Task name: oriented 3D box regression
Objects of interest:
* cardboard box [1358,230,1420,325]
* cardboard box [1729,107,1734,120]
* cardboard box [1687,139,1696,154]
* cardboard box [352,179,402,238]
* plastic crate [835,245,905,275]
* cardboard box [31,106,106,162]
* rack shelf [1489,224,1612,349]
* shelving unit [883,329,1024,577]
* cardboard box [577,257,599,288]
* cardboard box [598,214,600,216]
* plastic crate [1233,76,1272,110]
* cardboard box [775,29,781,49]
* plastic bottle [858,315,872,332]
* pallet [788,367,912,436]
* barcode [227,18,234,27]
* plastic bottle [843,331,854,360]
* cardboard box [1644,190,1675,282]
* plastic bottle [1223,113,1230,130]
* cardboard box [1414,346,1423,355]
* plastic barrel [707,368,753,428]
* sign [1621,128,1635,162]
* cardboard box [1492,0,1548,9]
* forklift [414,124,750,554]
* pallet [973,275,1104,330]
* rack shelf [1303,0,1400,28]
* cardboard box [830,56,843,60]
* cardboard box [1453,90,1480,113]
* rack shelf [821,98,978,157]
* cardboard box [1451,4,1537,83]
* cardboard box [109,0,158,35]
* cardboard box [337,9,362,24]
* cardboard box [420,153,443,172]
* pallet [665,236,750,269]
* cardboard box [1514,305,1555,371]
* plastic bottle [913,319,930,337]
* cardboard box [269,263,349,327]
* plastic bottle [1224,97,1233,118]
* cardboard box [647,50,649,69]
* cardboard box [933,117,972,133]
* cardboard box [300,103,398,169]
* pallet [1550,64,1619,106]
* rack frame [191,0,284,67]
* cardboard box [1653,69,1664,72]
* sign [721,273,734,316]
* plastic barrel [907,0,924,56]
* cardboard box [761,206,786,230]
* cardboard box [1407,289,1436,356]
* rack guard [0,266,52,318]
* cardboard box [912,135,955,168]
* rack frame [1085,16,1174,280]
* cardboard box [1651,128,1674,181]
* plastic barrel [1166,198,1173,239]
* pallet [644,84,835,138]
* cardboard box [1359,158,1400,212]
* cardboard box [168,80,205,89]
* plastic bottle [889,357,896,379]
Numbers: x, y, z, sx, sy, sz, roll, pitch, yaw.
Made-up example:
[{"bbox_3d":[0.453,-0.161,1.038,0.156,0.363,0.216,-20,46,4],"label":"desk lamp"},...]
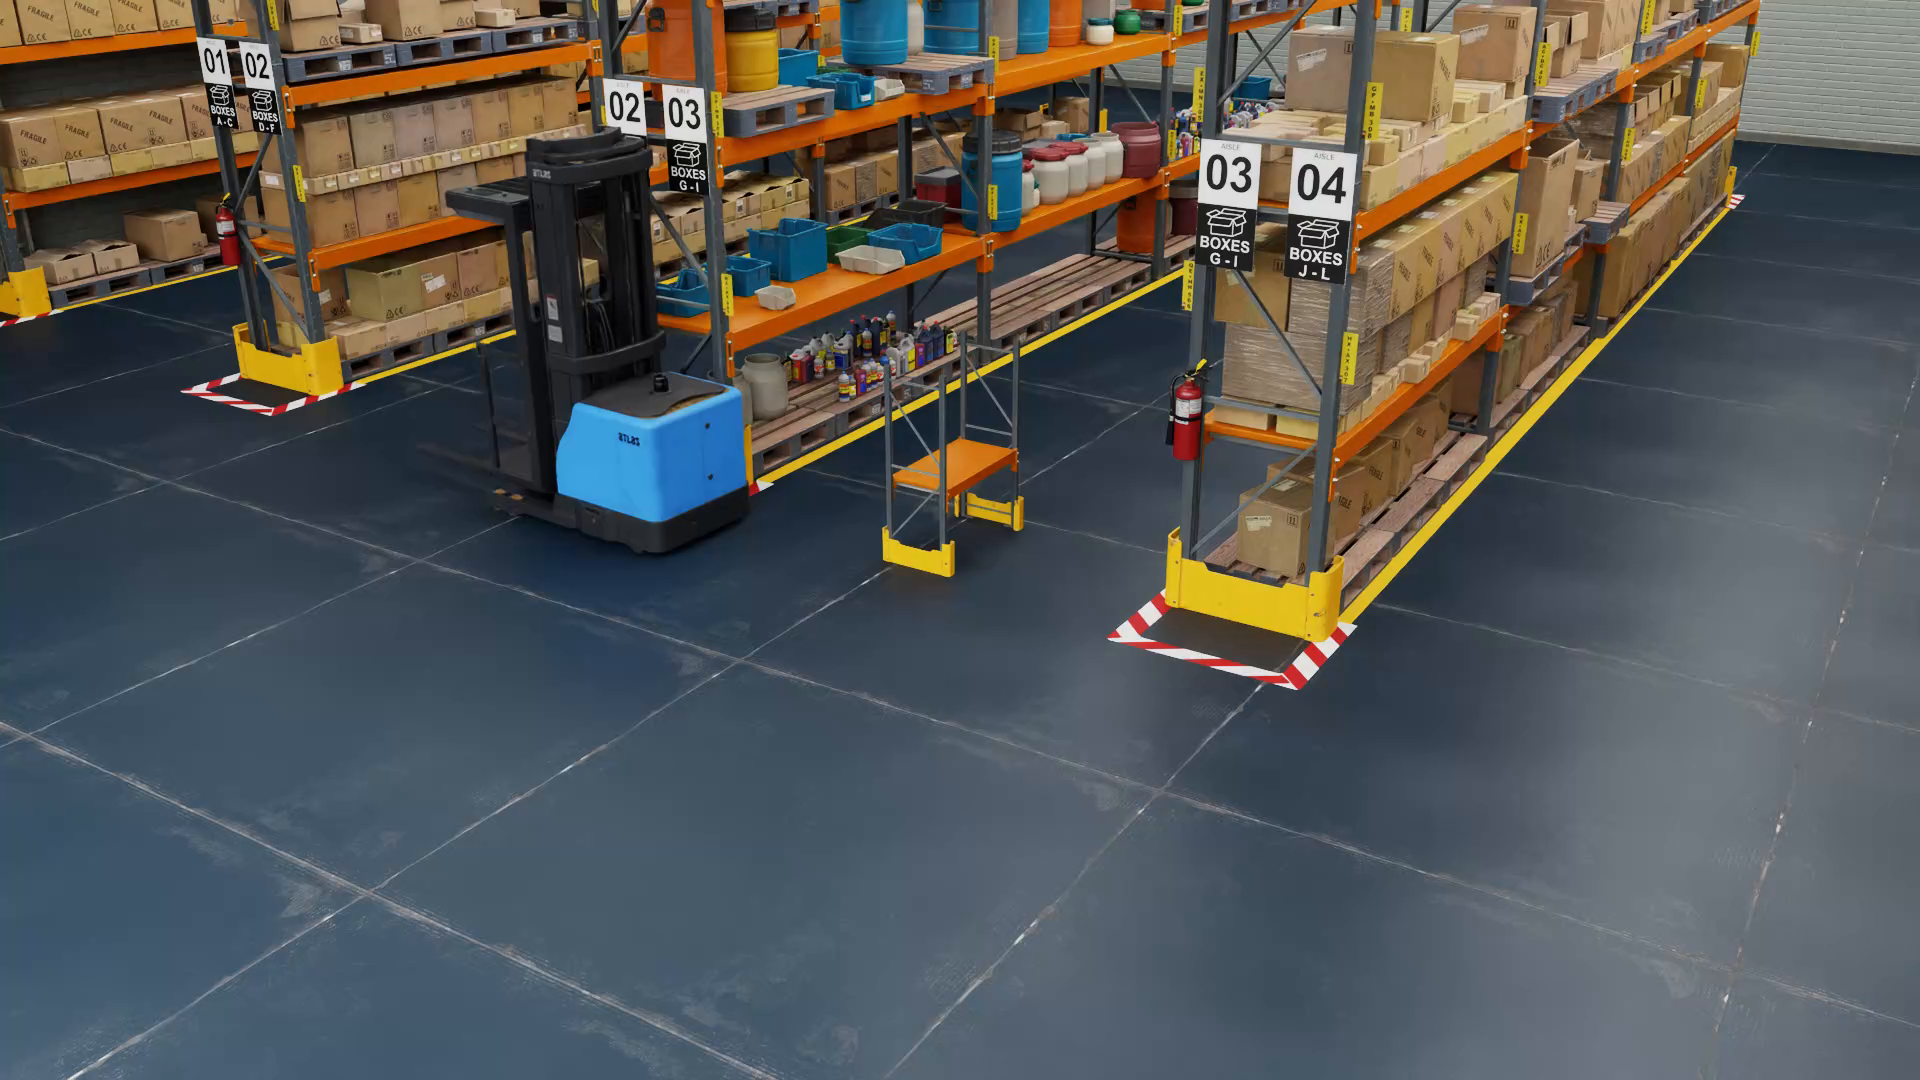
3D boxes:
[{"bbox_3d":[2.740,-1.780,11.163,0.500,0.500,0.500,14,27,29],"label":"cardboard box"},{"bbox_3d":[10.211,-5.766,22.444,0.380,0.149,0.250,14,27,29],"label":"cardboard box"},{"bbox_3d":[8.717,-4.808,20.232,0.380,0.149,0.250,14,27,29],"label":"cardboard box"},{"bbox_3d":[-5.935,-3.299,16.305,0.700,0.500,0.500,15,27,30],"label":"cardboard box"},{"bbox_3d":[-0.790,-2.509,14.937,0.530,0.136,0.437,14,27,29],"label":"plastic crate"},{"bbox_3d":[-9.899,-4.504,18.434,0.500,0.500,0.500,14,27,29],"label":"cardboard box"},{"bbox_3d":[5.114,-2.538,15.578,1.077,0.370,4.000,14,27,29],"label":"rack shelf"},{"bbox_3d":[-0.040,-0.663,12.228,0.587,1.500,1.083,14,27,29],"label":"shelving unit"},{"bbox_3d":[-4.414,-2.999,18.669,0.500,0.250,0.500,14,27,29],"label":"cardboard box"},{"bbox_3d":[-4.116,-3.832,19.888,0.500,0.311,0.500,15,27,30],"label":"cardboard box"},{"bbox_3d":[4.027,-6.180,23.031,0.392,0.384,0.575,14,27,29],"label":"plastic crate"},{"bbox_3d":[-3.656,-8.570,28.228,0.980,0.700,0.700,13,27,28],"label":"cardboard box"},{"bbox_3d":[-0.927,-2.032,16.284,0.144,0.351,0.185,15,27,30],"label":"plastic bottle"},{"bbox_3d":[-1.181,-1.320,15.369,1.003,0.211,1.213,14,27,29],"label":"pallet"},{"bbox_3d":[-6.716,-4.766,15.313,0.001,0.075,0.075,14,27,29],"label":"barcode"},{"bbox_3d":[-1.073,-1.874,16.019,0.097,0.271,0.097,0,23,0],"label":"plastic bottle"},{"bbox_3d":[7.487,-3.589,19.246,1.225,0.875,0.875,13,27,27],"label":"cardboard box"},{"bbox_3d":[3.283,-5.158,20.786,0.144,0.351,0.185,14,27,29],"label":"plastic bottle"},{"bbox_3d":[3.194,-1.372,12.295,0.380,0.149,0.250,14,27,29],"label":"cardboard box"},{"bbox_3d":[-1.977,-1.170,14.115,0.421,0.512,0.421,0,23,0],"label":"plastic barrel"},{"bbox_3d":[6.635,-3.927,16.524,0.100,0.325,0.005,14,27,29],"label":"sign"},{"bbox_3d":[5.172,-4.748,15.248,0.500,0.500,0.500,13,27,27],"label":"cardboard box"},{"bbox_3d":[-3.122,-1.687,12.793,3.031,2.935,1.130,16,28,32],"label":"forklift"},{"bbox_3d":[0.875,-2.638,18.413,1.003,0.211,1.213,14,27,29],"label":"pallet"},{"bbox_3d":[5.126,-7.652,23.616,1.077,0.370,4.000,14,27,29],"label":"rack shelf"},{"bbox_3d":[-1.364,-6.364,22.855,0.700,0.500,0.500,20,31,39],"label":"cardboard box"},{"bbox_3d":[3.533,-3.169,12.042,0.380,0.149,0.250,15,28,31],"label":"cardboard box"},{"bbox_3d":[-1.190,-5.965,23.495,1.077,0.370,4.000,14,27,29],"label":"rack shelf"},{"bbox_3d":[4.038,-3.776,12.627,0.500,0.500,0.500,13,27,27],"label":"cardboard box"},{"bbox_3d":[-9.438,-5.984,18.706,0.500,0.500,0.500,16,28,32],"label":"cardboard box"},{"bbox_3d":[-6.082,-4.929,15.903,0.500,0.250,0.500,14,27,29],"label":"cardboard box"},{"bbox_3d":[-5.398,-3.786,16.613,0.380,0.149,0.250,13,27,28],"label":"cardboard box"},{"bbox_3d":[-3.357,-3.661,20.776,1.003,0.211,1.213,14,27,29],"label":"pallet"},{"bbox_3d":[5.257,-1.985,15.987,0.700,0.500,0.500,16,28,33],"label":"cardboard box"},{"bbox_3d":[-0.366,-1.970,16.140,0.144,0.351,0.185,14,27,29],"label":"plastic bottle"},{"bbox_3d":[-6.435,-2.438,16.431,0.500,0.500,0.500,14,27,29],"label":"cardboard box"},{"bbox_3d":[3.588,-5.844,22.371,0.144,0.351,0.185,14,27,29],"label":"plastic bottle"},{"bbox_3d":[-4.908,-7.648,25.951,0.500,0.500,0.500,14,27,29],"label":"cardboard box"},{"bbox_3d":[-0.076,-6.277,25.902,0.500,0.500,0.500,14,27,29],"label":"cardboard box"},{"bbox_3d":[-5.907,-3.913,16.089,0.700,0.500,0.500,13,27,28],"label":"cardboard box"},{"bbox_3d":[5.019,-4.020,14.557,1.213,0.211,1.003,14,27,29],"label":"pallet"},{"bbox_3d":[-6.465,-5.673,14.363,1.000,3.000,0.127,14,27,29],"label":"rack frame"},{"bbox_3d":[8.294,-5.516,20.422,0.500,0.500,0.500,15,27,30],"label":"cardboard box"},{"bbox_3d":[-1.794,-1.891,12.830,0.100,0.325,0.005,14,27,29],"label":"sign"},{"bbox_3d":[-0.543,-4.747,15.331,0.421,0.512,0.421,0,23,0],"label":"plastic barrel"},{"bbox_3d":[-2.585,-4.148,21.323,0.500,0.250,0.500,14,27,28],"label":"cardboard box"},{"bbox_3d":[2.998,-1.725,12.294,0.875,0.500,0.500,14,27,29],"label":"cardboard box"},{"bbox_3d":[-10.636,-2.835,18.506,1.175,0.500,0.348,14,27,29],"label":"rack guard"},{"bbox_3d":[-0.420,-5.633,24.415,0.500,0.500,0.500,14,27,29],"label":"cardboard box"},{"bbox_3d":[1.961,-4.581,19.392,1.000,3.000,0.127,14,27,29],"label":"rack frame"},{"bbox_3d":[7.727,-4.380,18.803,0.500,0.500,0.500,14,27,28],"label":"cardboard box"},{"bbox_3d":[2.426,-4.010,20.676,0.421,0.512,0.421,0,23,0],"label":"plastic barrel"},{"bbox_3d":[-1.740,-3.429,13.194,1.003,0.211,1.213,14,27,29],"label":"pallet"},{"bbox_3d":[2.422,-2.259,10.441,0.500,0.250,0.500,15,27,30],"label":"cardboard box"},{"bbox_3d":[-9.267,-5.303,20.279,0.500,0.500,0.500,14,27,29],"label":"cardboard box"},{"bbox_3d":[-0.644,-1.597,15.468,0.097,0.201,0.097,0,23,0],"label":"plastic bottle"}]
